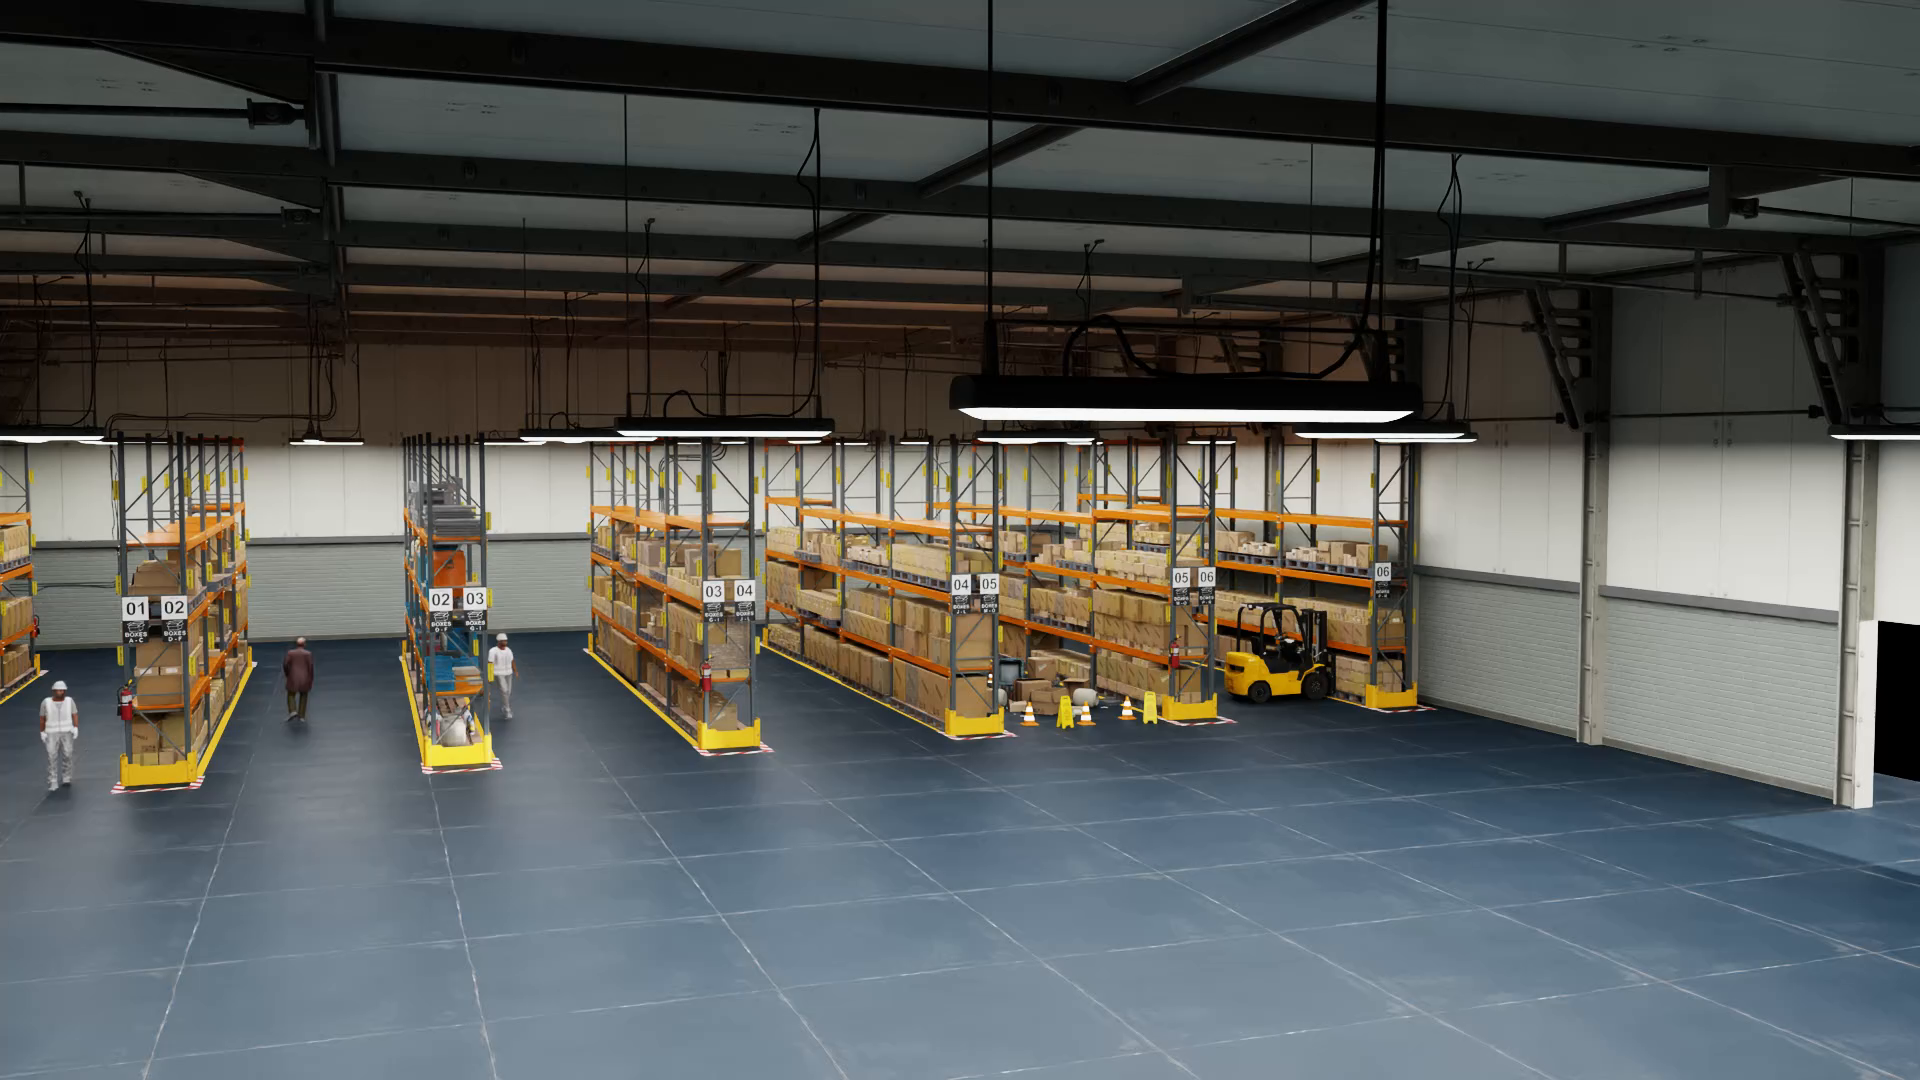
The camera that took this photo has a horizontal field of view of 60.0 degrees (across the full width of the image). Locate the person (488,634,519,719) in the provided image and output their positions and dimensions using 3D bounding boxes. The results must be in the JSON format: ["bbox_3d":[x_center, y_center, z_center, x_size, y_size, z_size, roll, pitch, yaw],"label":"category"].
[{"bbox_3d":[-9.632,2.892,35.372,0.746,1.767,0.602,2,4,37],"label":"person"}]

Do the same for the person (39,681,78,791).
[{"bbox_3d":[-15.221,3.296,28.134,0.574,1.781,0.722,-2,4,-35],"label":"person"}]

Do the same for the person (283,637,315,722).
[{"bbox_3d":[-13.791,2.908,34.681,0.613,1.723,0.748,-1,3,-20],"label":"person"}]

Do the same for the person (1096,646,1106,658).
[{"bbox_3d":[3.831,2.428,44.577,0.458,1.676,0.595,-2,4,-27],"label":"person"}]
